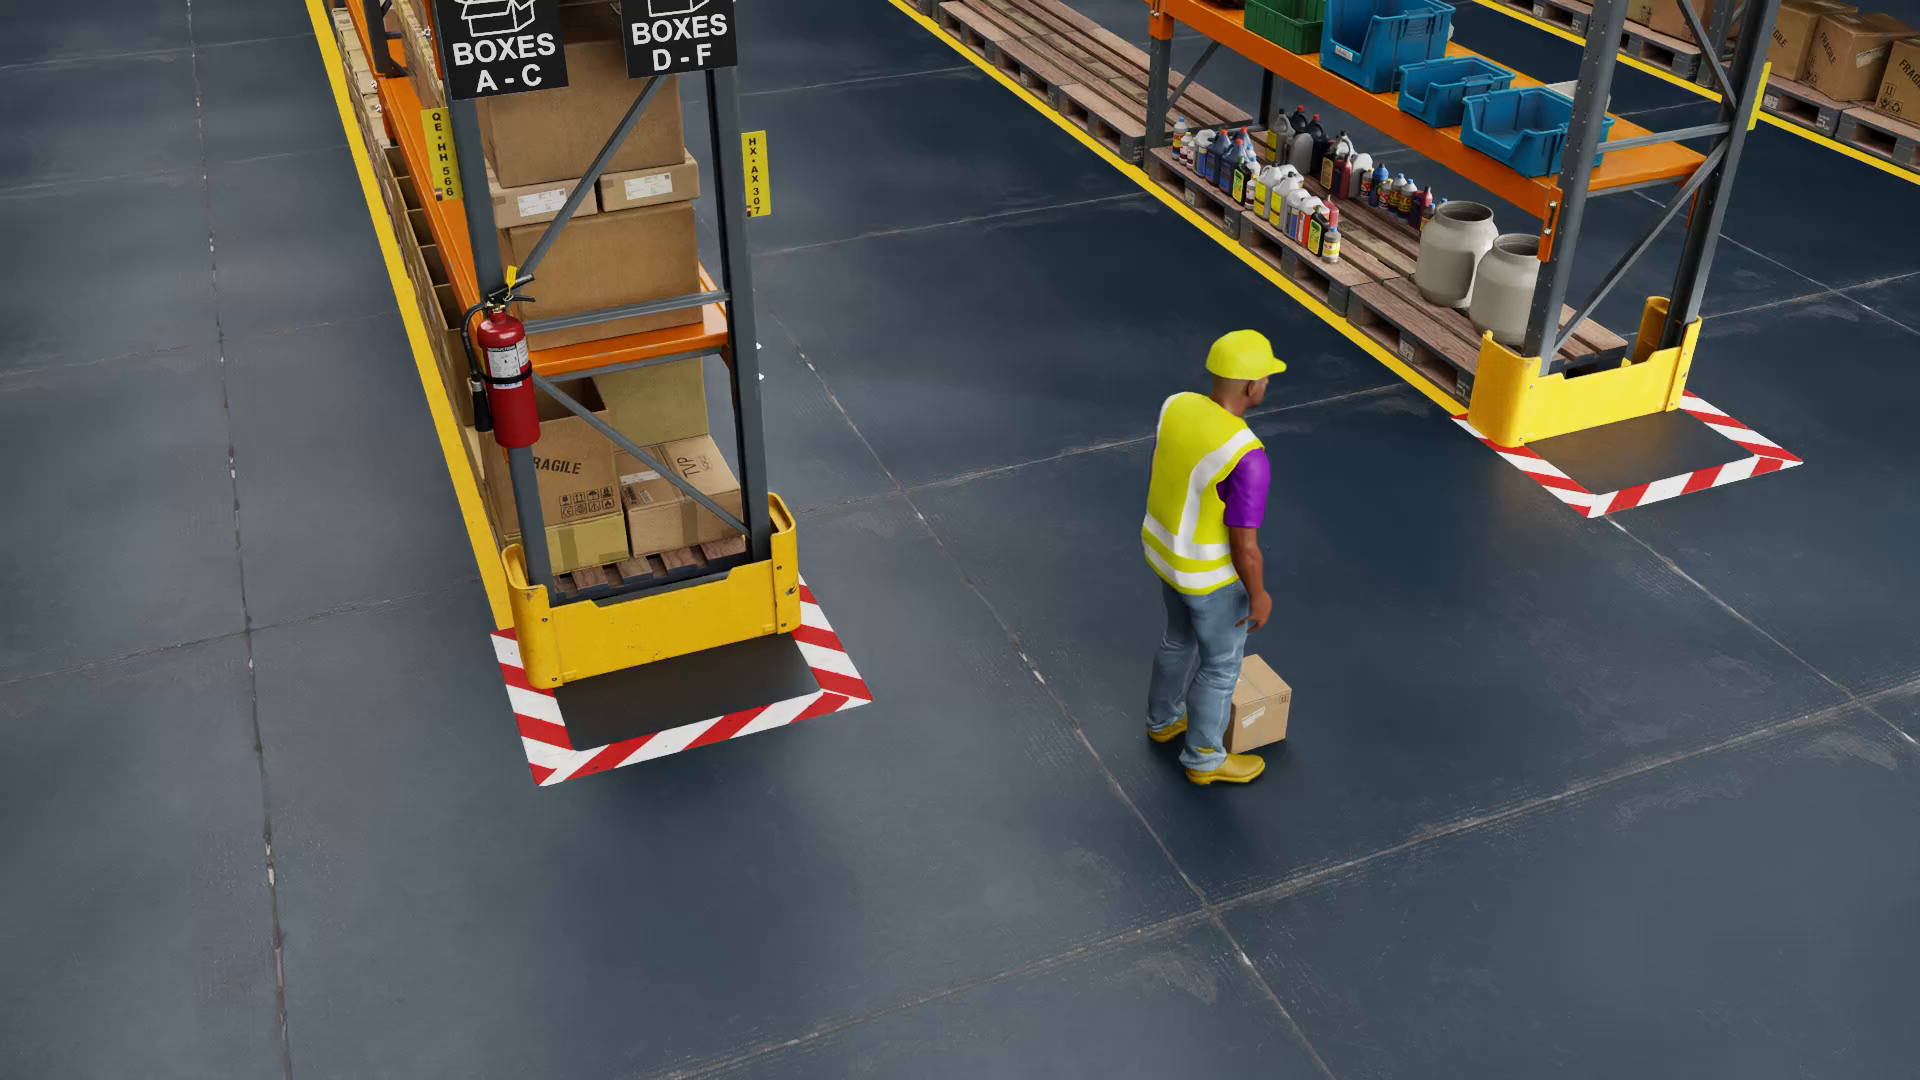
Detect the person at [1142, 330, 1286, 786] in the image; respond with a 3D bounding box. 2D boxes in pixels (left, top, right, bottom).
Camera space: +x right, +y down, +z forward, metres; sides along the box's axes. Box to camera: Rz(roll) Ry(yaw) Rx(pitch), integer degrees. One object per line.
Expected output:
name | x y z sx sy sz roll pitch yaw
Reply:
person | 0.908 0.065 6.028 0.459 1.757 0.638 -14 36 -20
